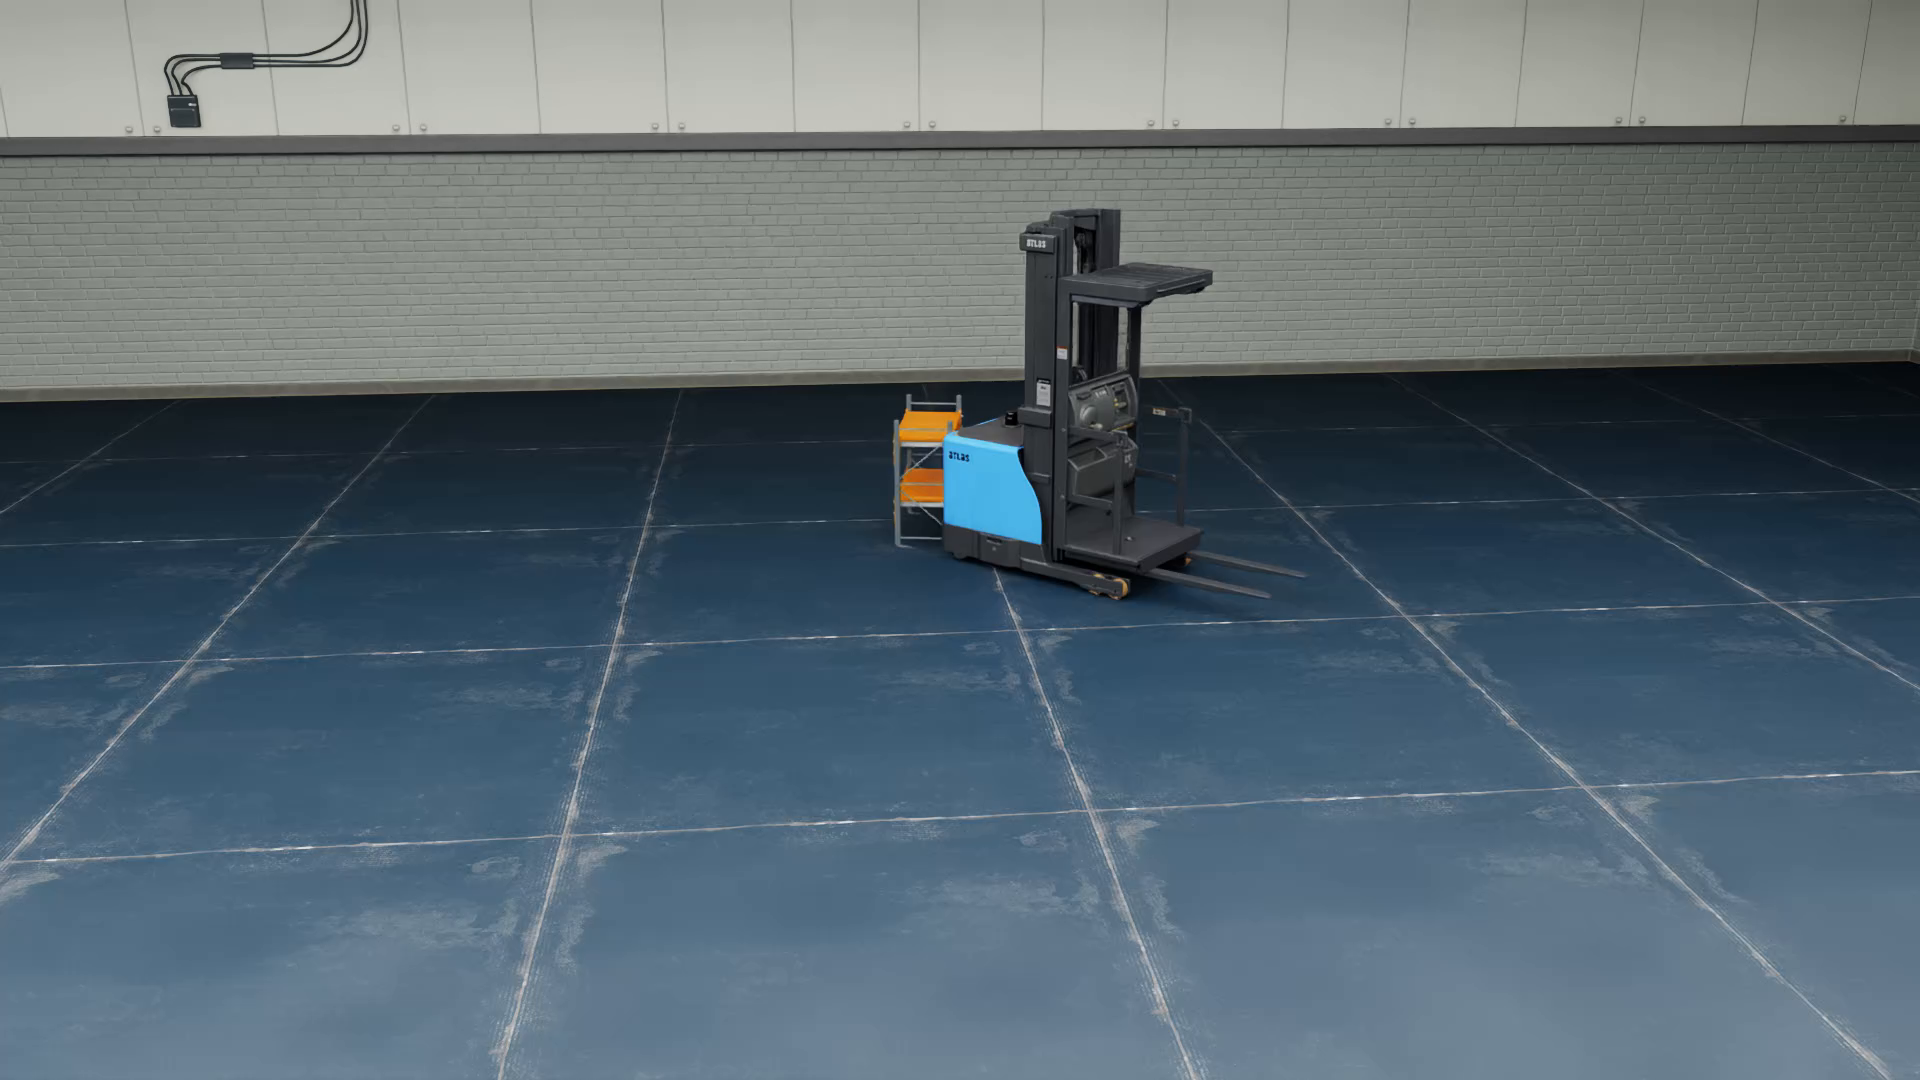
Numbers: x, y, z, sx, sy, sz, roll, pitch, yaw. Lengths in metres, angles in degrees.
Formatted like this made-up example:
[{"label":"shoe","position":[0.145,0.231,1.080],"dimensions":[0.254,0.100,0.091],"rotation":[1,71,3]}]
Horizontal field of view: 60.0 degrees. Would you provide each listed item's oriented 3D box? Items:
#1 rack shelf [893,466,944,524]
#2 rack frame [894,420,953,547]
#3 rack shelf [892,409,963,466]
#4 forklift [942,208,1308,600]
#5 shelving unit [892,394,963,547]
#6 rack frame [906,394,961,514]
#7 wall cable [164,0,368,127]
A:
[{"label":"rack shelf","position":[-0.275,-0.398,14.883],"dimensions":[0.538,0.278,1.000],"rotation":[1,17,4]},{"label":"rack frame","position":[-0.312,-0.479,14.326],"dimensions":[0.500,1.125,0.032],"rotation":[1,17,4]},{"label":"rack shelf","position":[-0.275,-0.911,14.722],"dimensions":[0.538,0.278,1.000],"rotation":[1,17,4]},{"label":"forklift","position":[1.326,-1.106,13.305],"dimensions":[3.031,2.935,1.130],"rotation":[13,22,35]},{"label":"shelving unit","position":[-0.275,-0.631,14.810],"dimensions":[0.538,1.125,1.048],"rotation":[1,17,4]},{"label":"rack frame","position":[-0.239,-0.783,15.294],"dimensions":[0.500,1.125,0.032],"rotation":[1,17,4]},{"label":"wall cable","position":[-7.940,-7.665,18.390],"dimensions":[2.305,6.003,0.169],"rotation":[-2,18,-6]}]
